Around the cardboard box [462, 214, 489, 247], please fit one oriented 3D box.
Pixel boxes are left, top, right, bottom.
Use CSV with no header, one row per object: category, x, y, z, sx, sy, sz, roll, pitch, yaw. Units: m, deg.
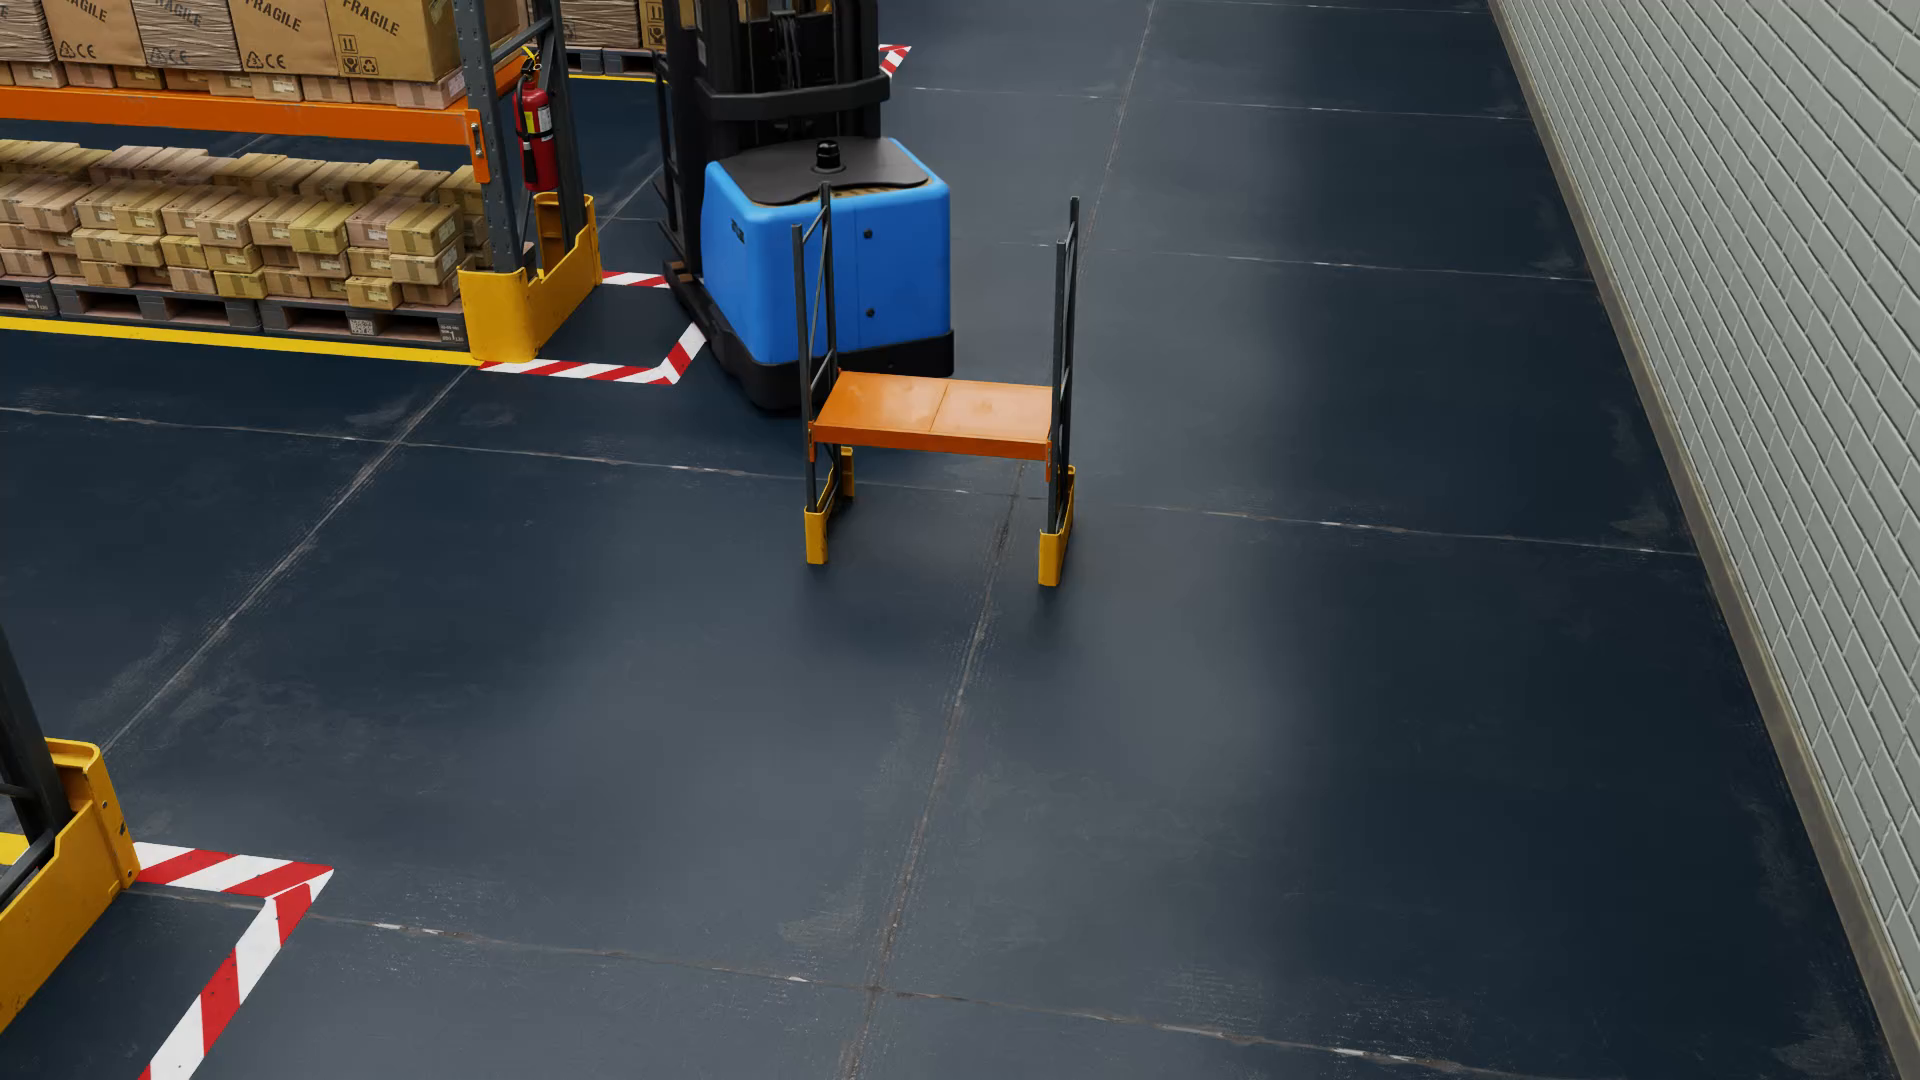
cardboard box,-2.729,-1.783,9.282,0.250,0.149,0.380,6,33,10

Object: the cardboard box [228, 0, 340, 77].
cardboard box,-3.249,-2.629,8.248,0.500,0.500,0.500,5,32,7

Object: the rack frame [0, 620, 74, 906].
rack frame,-2.989,0.092,4.277,0.127,3.000,1.000,5,32,8

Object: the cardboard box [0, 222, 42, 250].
cardboard box,-5.119,-1.755,9.238,0.250,0.149,0.380,4,32,6

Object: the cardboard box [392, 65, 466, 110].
cardboard box,-2.625,-2.281,8.304,0.250,0.149,0.380,5,32,8

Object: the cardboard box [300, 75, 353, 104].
cardboard box,-3.113,-2.337,8.394,0.250,0.149,0.380,5,32,8

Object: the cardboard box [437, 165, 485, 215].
cardboard box,-2.715,-1.953,9.273,0.250,0.149,0.380,4,32,6

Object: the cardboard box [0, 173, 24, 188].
cardboard box,-5.375,-1.894,9.179,0.250,0.149,0.380,5,32,8

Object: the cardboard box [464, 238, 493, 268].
cardboard box,-2.719,-1.690,9.414,0.250,0.149,0.380,6,33,9

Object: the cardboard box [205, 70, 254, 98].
cardboard box,-3.624,-2.387,8.473,0.250,0.149,0.380,4,32,6

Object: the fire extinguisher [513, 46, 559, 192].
fire extinguisher,-2.085,-2.052,8.125,0.183,0.674,0.296,5,32,8

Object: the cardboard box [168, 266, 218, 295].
cardboard box,-4.100,-1.493,9.099,0.250,0.149,0.380,6,33,9

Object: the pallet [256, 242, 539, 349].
pallet,-3.126,-1.422,9.323,1.213,0.211,1.003,5,32,8

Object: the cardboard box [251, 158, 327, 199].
cardboard box,-3.764,-2.012,9.368,0.250,0.149,0.380,6,33,10

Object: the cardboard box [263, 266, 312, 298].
cardboard box,-3.572,-1.468,9.059,0.250,0.149,0.380,5,32,9

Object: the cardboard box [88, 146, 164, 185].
cardboard box,-4.774,-2.129,9.555,0.250,0.149,0.380,4,32,6

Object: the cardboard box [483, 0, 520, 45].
cardboard box,-2.652,-2.859,8.616,0.500,0.500,0.500,7,33,11

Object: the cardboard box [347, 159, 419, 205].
cardboard box,-3.234,-2.004,9.354,0.250,0.149,0.380,5,32,8

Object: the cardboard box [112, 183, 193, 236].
cardboard box,-4.358,-1.793,9.018,0.250,0.149,0.380,5,32,8

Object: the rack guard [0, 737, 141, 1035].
rack guard,-2.965,1.153,4.936,0.348,0.500,1.175,5,32,8

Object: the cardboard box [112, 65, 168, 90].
cardboard box,-4.144,-2.457,8.585,0.250,0.149,0.380,6,32,9

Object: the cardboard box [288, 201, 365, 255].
cardboard box,-3.335,-1.652,8.792,0.250,0.149,0.380,4,32,7

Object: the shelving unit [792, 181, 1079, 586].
shelving unit,-0.075,-0.643,6.863,1.083,1.500,0.587,5,32,8

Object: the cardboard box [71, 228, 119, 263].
cardboard box,-4.614,-1.663,9.090,0.250,0.149,0.380,5,32,8

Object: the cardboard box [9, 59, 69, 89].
cardboard box,-4.668,-2.468,8.603,0.250,0.149,0.380,7,33,10

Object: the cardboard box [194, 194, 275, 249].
cardboard box,-3.854,-1.703,8.874,0.250,0.149,0.380,6,33,10

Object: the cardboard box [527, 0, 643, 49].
cardboard box,-2.863,-4.465,13.163,0.875,0.875,0.875,5,32,8

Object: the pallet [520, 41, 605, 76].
pallet,-3.322,-4.050,13.521,1.213,0.211,1.003,5,32,8

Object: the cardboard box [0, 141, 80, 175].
cardboard box,-5.299,-2.169,9.618,0.250,0.149,0.380,5,32,8

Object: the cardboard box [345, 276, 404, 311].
cardboard box,-3.080,-1.384,8.925,0.250,0.149,0.380,6,33,10

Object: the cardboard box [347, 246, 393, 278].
cardboard box,-3.073,-1.551,8.912,0.250,0.149,0.380,4,32,7

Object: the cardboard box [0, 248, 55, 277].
cardboard box,-5.119,-1.617,9.298,0.250,0.149,0.380,5,32,7

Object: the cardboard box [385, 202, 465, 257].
cardboard box,-2.820,-1.643,8.778,0.250,0.149,0.380,6,32,9

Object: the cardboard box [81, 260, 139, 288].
cardboard box,-4.608,-1.538,9.171,0.250,0.149,0.380,4,32,7

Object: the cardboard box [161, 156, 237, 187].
cardboard box,-4.280,-2.032,9.400,0.250,0.149,0.380,5,32,8

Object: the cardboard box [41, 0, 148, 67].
cardboard box,-4.240,-2.719,8.392,0.500,0.500,0.500,7,33,11

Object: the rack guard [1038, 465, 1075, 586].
rack guard,0.416,-0.068,7.124,0.087,0.250,0.587,5,32,8

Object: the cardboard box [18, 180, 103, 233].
cardboard box,-4.877,-1.817,9.056,0.250,0.149,0.380,6,33,9

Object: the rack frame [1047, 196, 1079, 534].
rack frame,0.417,-0.598,6.792,0.032,1.500,0.500,5,32,8

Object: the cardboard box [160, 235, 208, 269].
cardboard box,-4.099,-1.617,9.018,0.250,0.149,0.380,7,33,11

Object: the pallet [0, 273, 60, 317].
pallet,-5.531,-1.640,9.671,1.213,0.211,1.003,5,32,8

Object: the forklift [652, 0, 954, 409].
forklift,-1.053,-2.652,8.725,1.130,2.935,3.031,-12,34,-18

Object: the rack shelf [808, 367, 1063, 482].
rack shelf,-0.084,-0.491,6.960,1.000,0.185,0.538,5,32,8

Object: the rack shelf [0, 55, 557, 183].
rack shelf,-4.227,-2.380,8.903,4.000,0.370,1.077,5,32,8

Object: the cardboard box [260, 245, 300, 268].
cardboard box,-3.584,-1.623,9.027,0.250,0.149,0.380,5,32,8
